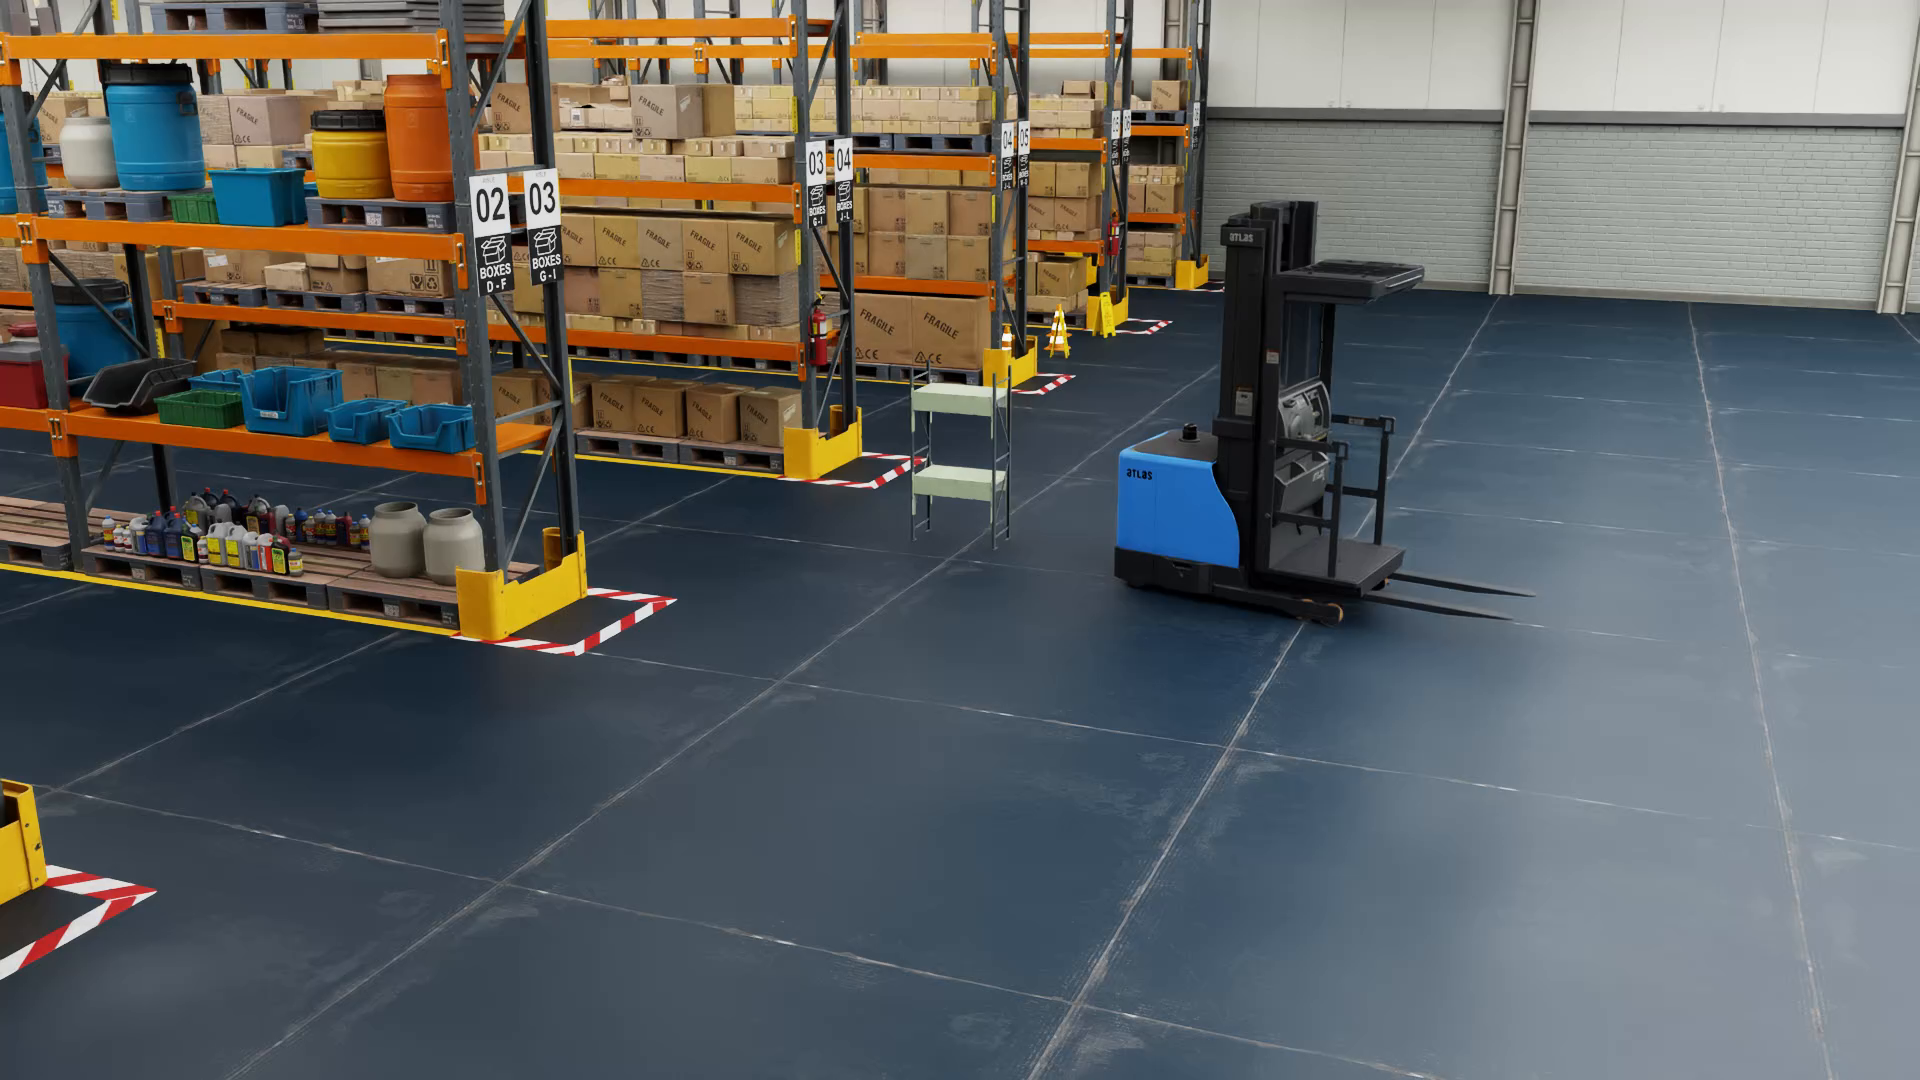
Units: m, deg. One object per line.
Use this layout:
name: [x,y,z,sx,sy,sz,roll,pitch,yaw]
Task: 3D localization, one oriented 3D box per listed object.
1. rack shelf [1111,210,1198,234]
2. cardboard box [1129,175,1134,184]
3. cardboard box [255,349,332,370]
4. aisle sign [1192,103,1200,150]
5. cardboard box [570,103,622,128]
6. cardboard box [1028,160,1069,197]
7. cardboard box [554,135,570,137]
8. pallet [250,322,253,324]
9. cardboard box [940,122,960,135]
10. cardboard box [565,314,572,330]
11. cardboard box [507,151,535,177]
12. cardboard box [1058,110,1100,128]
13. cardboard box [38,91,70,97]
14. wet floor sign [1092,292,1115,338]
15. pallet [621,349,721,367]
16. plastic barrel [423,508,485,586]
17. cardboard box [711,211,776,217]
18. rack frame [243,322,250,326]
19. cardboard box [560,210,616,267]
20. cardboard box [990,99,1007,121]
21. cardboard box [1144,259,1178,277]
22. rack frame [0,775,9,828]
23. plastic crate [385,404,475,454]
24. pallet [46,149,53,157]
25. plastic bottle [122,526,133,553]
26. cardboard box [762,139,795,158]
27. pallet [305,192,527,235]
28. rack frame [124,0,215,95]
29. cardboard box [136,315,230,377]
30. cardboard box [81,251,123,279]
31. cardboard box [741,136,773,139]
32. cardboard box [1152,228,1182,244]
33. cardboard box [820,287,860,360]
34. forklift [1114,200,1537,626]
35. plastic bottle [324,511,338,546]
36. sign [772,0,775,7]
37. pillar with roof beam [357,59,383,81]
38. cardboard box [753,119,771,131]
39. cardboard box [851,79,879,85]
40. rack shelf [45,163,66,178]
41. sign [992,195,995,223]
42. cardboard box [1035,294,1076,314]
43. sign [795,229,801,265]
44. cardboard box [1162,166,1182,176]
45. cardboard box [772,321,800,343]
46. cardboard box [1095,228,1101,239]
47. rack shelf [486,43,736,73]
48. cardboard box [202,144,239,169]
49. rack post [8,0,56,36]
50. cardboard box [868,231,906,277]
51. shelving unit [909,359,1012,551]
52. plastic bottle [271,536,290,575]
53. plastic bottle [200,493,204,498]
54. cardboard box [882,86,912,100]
rack shelf: [2.296,-5.899,30.402,4.000,0.370,1.077,6,17,21]
cardboard box: [3.038,-6.451,29.671,0.250,0.149,0.380,6,17,20]
cardboard box: [-7.588,-1.894,19.012,0.500,0.500,0.700,5,17,16]
aisle sign: [4.110,-7.205,28.949,0.004,0.787,0.394,6,17,21]
cardboard box: [-4.816,-5.636,22.056,0.500,0.311,0.500,6,17,19]
cardboard box: [1.316,-5.472,25.136,0.500,0.500,0.700,6,17,21]
cardboard box: [-4.067,-3.981,16.679,0.250,0.149,0.380,7,18,22]
pallet: [-11.184,-3.405,25.525,1.213,0.211,1.003,6,17,21]
cardboard box: [-0.051,-4.999,20.151,0.250,0.149,0.380,6,17,21]
cardboard box: [-4.004,-2.263,17.040,0.250,0.149,0.380,6,17,21]
cardboard box: [-4.199,-3.794,16.751,0.500,0.250,0.500,6,17,20]
cardboard box: [1.764,-6.245,24.662,0.500,0.250,0.500,6,17,20]
cardboard box: [-13.819,-6.771,25.395,0.250,0.149,0.380,7,18,23]
wet floor sign: [2.123,-3.324,24.466,0.232,0.644,0.267,14,21,40]
pallet: [-3.850,-2.587,22.706,1.213,0.211,1.003,6,17,21]
plastic barrel: [-3.755,0.049,12.335,0.421,0.512,0.421,0,16,0]
cardboard box: [-2.171,-3.032,16.733,0.500,0.500,0.500,6,17,21]
rack frame: [-10.546,-4.685,24.932,0.127,3.000,1.000,6,17,21]
cardboard box: [-3.762,-3.048,16.785,0.500,0.500,0.500,6,17,21]
cardboard box: [0.262,-5.334,20.591,0.500,0.250,0.500,6,17,21]
cardboard box: [3.604,-4.887,29.805,0.500,0.250,0.500,6,17,21]
rack frame: [-4.935,0.387,7.459,0.127,3.000,1.000,6,17,21]
plastic crate: [-3.690,-0.799,11.813,0.616,0.251,0.499,6,17,21]
pallet: [-11.589,-4.677,19.866,1.217,0.209,0.805,6,17,18]
plastic bottle: [-6.511,-0.006,13.046,0.097,0.201,0.097,0,16,0]
cardboard box: [-1.670,-3.689,15.674,0.250,0.149,0.380,6,17,21]
pallet: [-3.848,-2.357,11.870,1.213,0.211,1.003,6,17,21]
rack frame: [-8.739,-5.881,18.290,0.127,3.000,1.000,6,17,21]
cardboard box: [-9.373,-2.257,19.626,0.875,0.875,1.225,5,17,18]
cardboard box: [-9.751,-3.087,19.246,0.500,0.500,0.500,6,17,20]
cardboard box: [-1.954,-3.875,16.315,0.250,0.149,0.380,6,17,20]
cardboard box: [3.779,-5.499,30.121,0.500,0.250,0.500,6,17,20]
cardboard box: [-1.705,-2.874,21.752,0.875,0.875,0.875,6,17,21]
forklift: [2.718,-0.952,12.195,3.031,2.935,1.130,10,19,31]
plastic bottle: [-5.006,-0.099,13.240,0.097,0.271,0.097,0,16,0]
sign: [-3.475,-10.084,30.950,0.005,0.325,0.100,6,17,21]
pillar with roof beam: [-14.484,-9.950,32.308,0.400,9.000,9.100,6,17,21]
cardboard box: [-2.417,-5.259,21.046,0.250,0.149,0.380,6,17,21]
cardboard box: [-1.754,-8.355,31.079,0.500,0.500,0.500,7,17,22]
rack shelf: [-10.600,-4.299,19.513,4.000,0.370,1.077,6,17,21]
sign: [0.405,-3.988,20.029,0.005,0.325,0.100,6,17,21]
cardboard box: [1.466,-3.648,25.539,0.500,0.250,0.500,6,17,20]
sign: [-1.519,-2.747,15.613,0.005,0.325,0.100,6,17,21]
cardboard box: [3.746,-6.524,29.389,0.250,0.149,0.380,6,17,21]
cardboard box: [-1.638,-2.036,16.259,0.250,0.149,0.380,6,17,21]
cardboard box: [2.099,-4.719,25.501,0.250,0.149,0.380,6,17,21]
rack shelf: [-4.965,-6.415,22.137,4.000,0.370,1.077,6,17,21]
cardboard box: [-7.918,-4.202,18.155,0.500,0.250,0.500,7,17,22]
rack post: [-8.699,-4.462,13.045,3.121,1.000,1.013,6,17,21]
cardboard box: [-0.740,-3.696,21.256,0.550,0.550,0.875,6,17,21]
shelving unit: [0.006,-0.720,13.962,0.755,1.500,0.431,6,17,21]
plastic bottle: [-5.099,0.115,12.481,0.133,0.283,0.061,7,17,22]
plastic bottle: [-6.267,-0.249,13.735,0.133,0.283,0.061,7,18,23]
cardboard box: [-0.764,-5.461,20.310,0.250,0.149,0.380,6,17,21]
